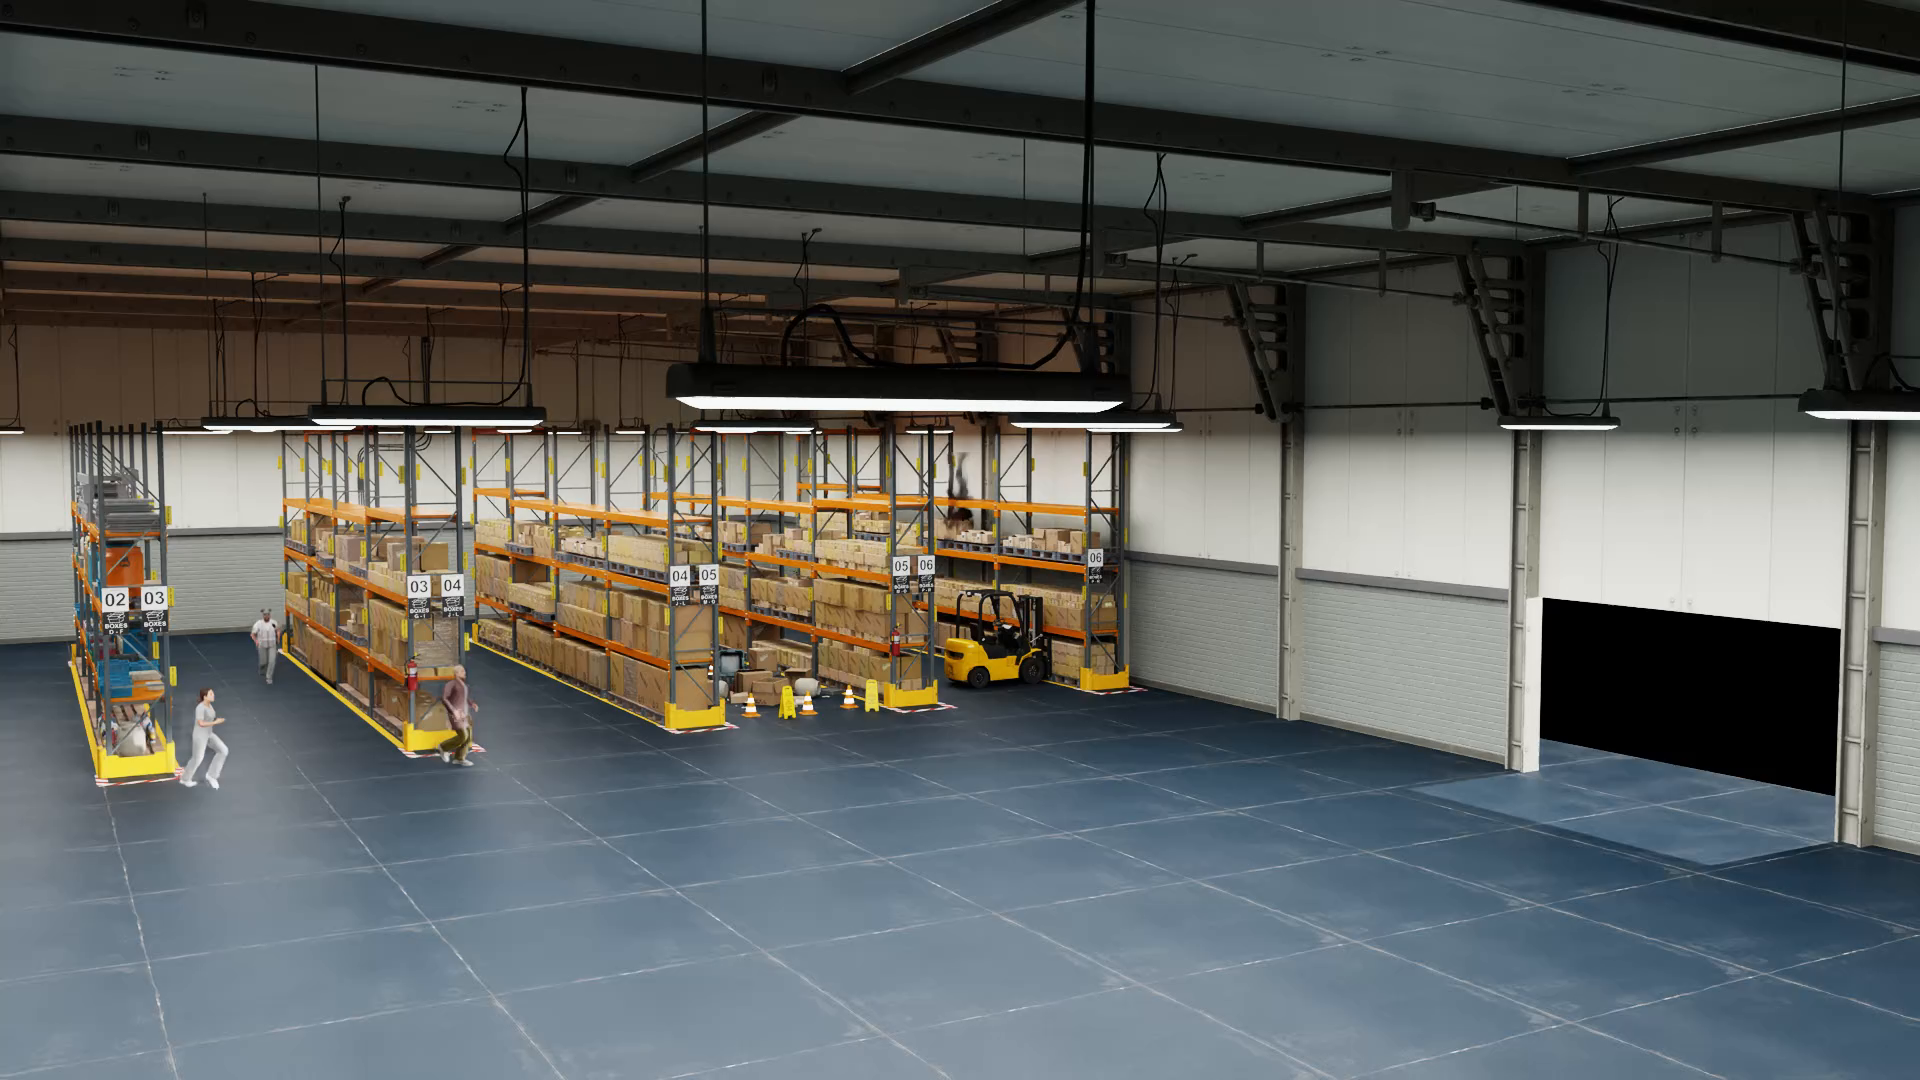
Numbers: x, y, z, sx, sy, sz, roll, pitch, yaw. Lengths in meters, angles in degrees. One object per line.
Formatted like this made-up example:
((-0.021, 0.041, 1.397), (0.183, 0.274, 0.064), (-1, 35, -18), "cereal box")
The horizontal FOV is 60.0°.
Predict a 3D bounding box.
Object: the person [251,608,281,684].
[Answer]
((-16.206, 2.463, 38.891), (0.673, 1.768, 0.733), (-2, 4, -32), "person")

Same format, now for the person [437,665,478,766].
((-8.792, 3.061, 29.062), (0.632, 1.753, 0.732), (1, 4, 12), "person")

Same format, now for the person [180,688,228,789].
((-12.305, 3.218, 27.013), (0.809, 1.669, 0.588), (0, 4, 0), "person")
